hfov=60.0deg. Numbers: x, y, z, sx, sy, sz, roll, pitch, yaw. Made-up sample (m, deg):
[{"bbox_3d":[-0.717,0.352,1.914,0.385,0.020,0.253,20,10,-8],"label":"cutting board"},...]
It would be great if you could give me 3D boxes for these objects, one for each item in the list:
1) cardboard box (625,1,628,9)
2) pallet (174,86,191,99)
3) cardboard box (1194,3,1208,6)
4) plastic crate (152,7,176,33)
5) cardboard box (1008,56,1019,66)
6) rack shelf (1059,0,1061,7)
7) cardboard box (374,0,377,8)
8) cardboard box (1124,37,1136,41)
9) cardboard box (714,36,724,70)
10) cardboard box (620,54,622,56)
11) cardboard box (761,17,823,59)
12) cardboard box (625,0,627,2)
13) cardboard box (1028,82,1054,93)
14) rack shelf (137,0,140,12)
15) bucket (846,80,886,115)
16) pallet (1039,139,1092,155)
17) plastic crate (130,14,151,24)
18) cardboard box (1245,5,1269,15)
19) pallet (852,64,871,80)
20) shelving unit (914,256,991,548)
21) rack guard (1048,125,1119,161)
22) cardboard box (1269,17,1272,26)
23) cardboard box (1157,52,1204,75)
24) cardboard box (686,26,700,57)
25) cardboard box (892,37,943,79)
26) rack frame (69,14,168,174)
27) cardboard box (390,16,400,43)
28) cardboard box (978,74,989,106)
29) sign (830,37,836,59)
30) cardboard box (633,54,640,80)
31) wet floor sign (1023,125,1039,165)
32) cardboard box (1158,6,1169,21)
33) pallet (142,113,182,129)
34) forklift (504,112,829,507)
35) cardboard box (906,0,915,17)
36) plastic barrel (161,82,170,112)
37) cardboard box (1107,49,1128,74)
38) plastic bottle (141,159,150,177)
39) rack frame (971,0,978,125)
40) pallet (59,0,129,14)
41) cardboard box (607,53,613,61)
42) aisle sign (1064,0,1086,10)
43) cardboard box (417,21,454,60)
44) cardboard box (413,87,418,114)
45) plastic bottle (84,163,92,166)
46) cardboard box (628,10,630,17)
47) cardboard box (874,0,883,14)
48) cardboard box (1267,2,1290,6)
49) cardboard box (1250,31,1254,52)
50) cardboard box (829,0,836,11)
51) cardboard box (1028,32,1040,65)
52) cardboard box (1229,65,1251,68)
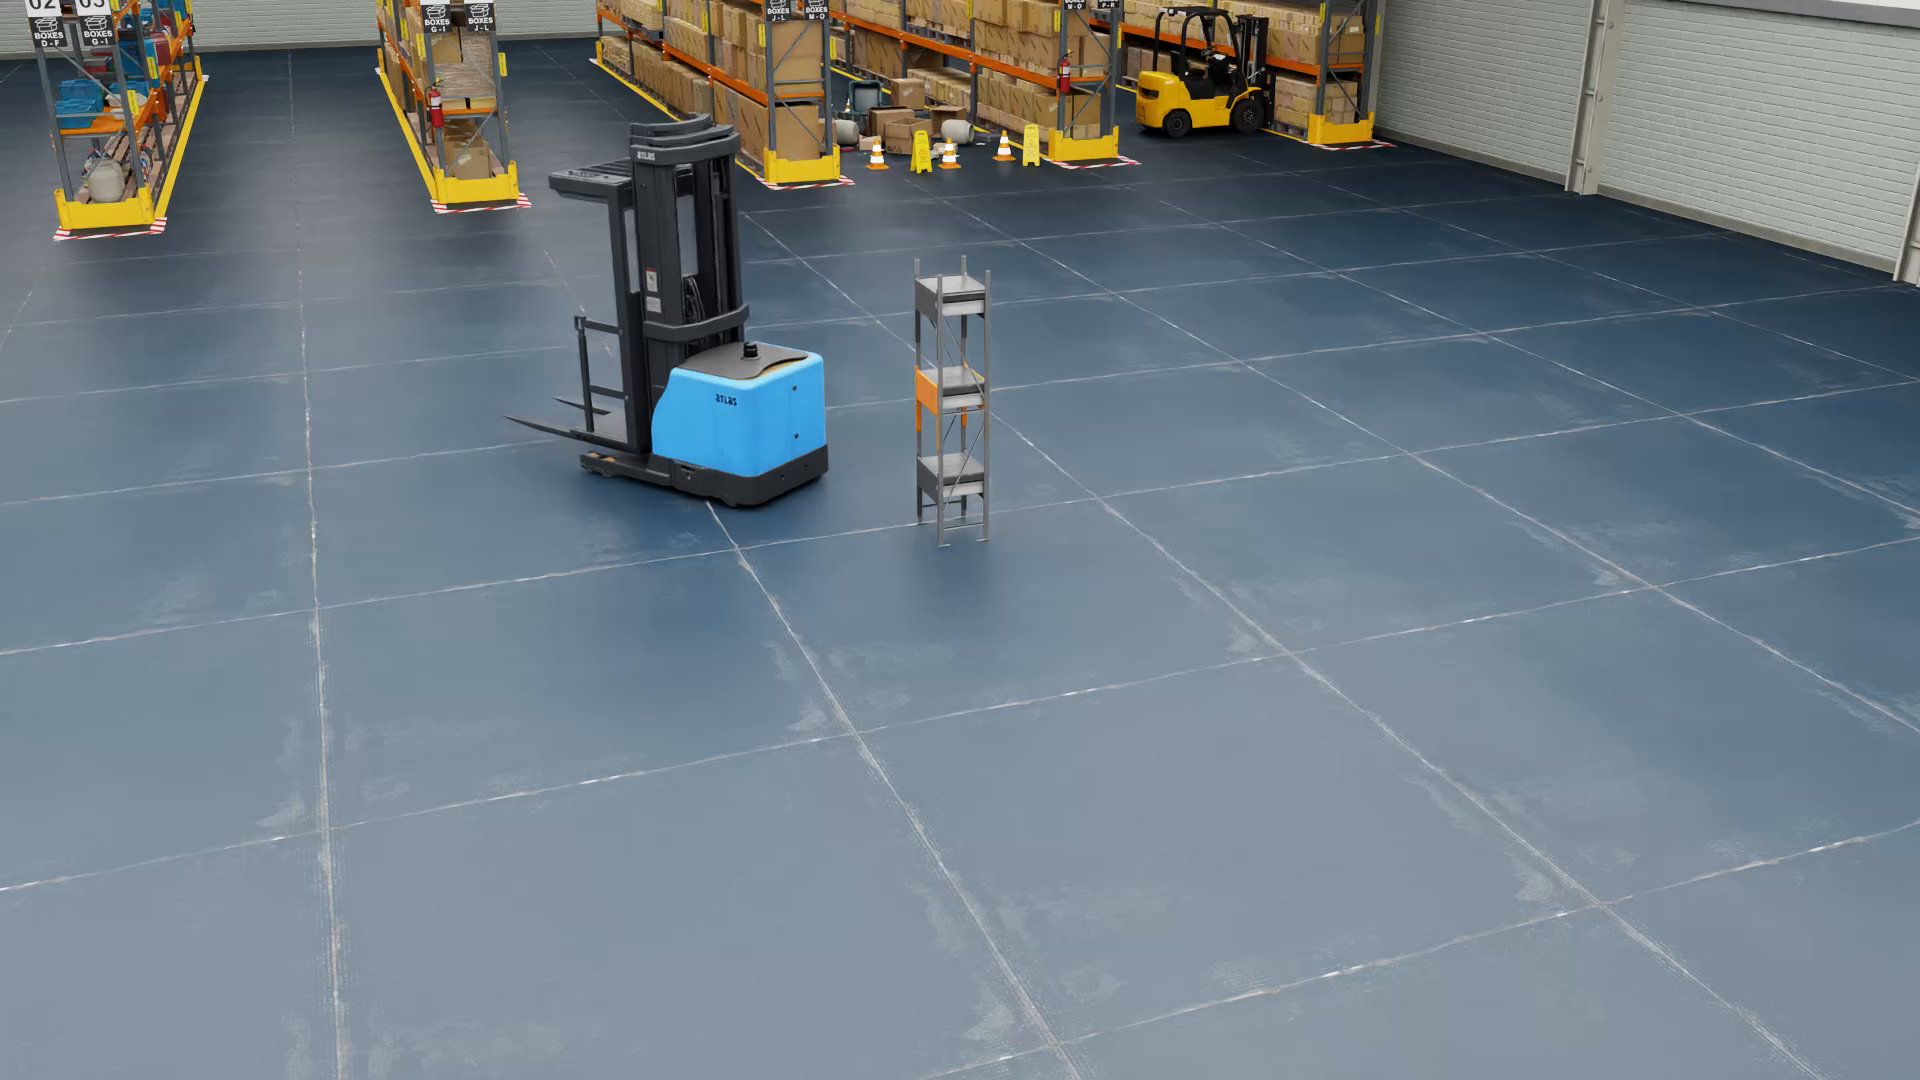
[{"bbox_3d":[-6.836,-11.271,35.029,0.380,0.149,0.250,-8,24,-18],"label":"cardboard box"},{"bbox_3d":[-16.336,-9.104,34.077,1.003,0.211,1.213,-8,24,-19],"label":"pallet"},{"bbox_3d":[4.860,-10.568,32.997,0.380,0.149,0.250,-8,24,-19],"label":"cardboard box"},{"bbox_3d":[-16.120,-10.543,33.742,0.402,0.464,0.583,-8,24,-19],"label":"plastic crate"},{"bbox_3d":[1.061,-8.431,29.215,0.380,0.149,0.250,-8,24,-19],"label":"cardboard box"},{"bbox_3d":[1.398,-9.583,28.689,1.077,0.370,4.000,-8,24,-19],"label":"rack shelf"},{"bbox_3d":[-12.902,-12.116,37.445,0.500,0.250,0.500,-9,24,-20],"label":"cardboard box"},{"bbox_3d":[3.796,-11.147,37.179,0.380,0.149,0.250,-8,24,-18],"label":"cardboard box"},{"bbox_3d":[-3.762,-8.480,28.814,0.875,0.550,0.550,-8,24,-19],"label":"cardboard box"},{"bbox_3d":[-7.462,-10.924,37.553,0.380,0.149,0.250,-8,24,-18],"label":"cardboard box"},{"bbox_3d":[-2.586,-7.797,25.803,0.875,0.550,0.550,-8,24,-19],"label":"cardboard box"},{"bbox_3d":[-6.829,-11.402,34.956,0.380,0.149,0.250,-8,24,-19],"label":"cardboard box"},{"bbox_3d":[1.385,-7.756,28.489,0.380,0.149,0.250,-8,24,-17],"label":"cardboard box"},{"bbox_3d":[-13.920,-8.997,27.299,1.077,0.370,4.000,-8,24,-19],"label":"rack shelf"},{"bbox_3d":[-1.699,-8.002,30.132,0.726,0.611,0.620,0,13,-1],"label":"bucket"},{"bbox_3d":[1.823,-6.848,28.727,1.003,0.211,1.213,-8,24,-19],"label":"pallet"},{"bbox_3d":[-17.208,-10.917,34.929,0.416,0.233,0.300,-8,24,-19],"label":"plastic crate"},{"bbox_3d":[5.556,-9.895,31.017,0.380,0.149,0.250,-9,24,-20],"label":"cardboard box"},{"bbox_3d":[-1.792,-10.611,37.654,1.003,0.211,1.213,-8,24,-19],"label":"pallet"},{"bbox_3d":[-0.058,-1.028,12.485,0.431,2.100,0.503,-8,24,-19],"label":"shelving unit"},{"bbox_3d":[2.077,-6.682,27.959,1.175,0.500,0.348,-8,24,-19],"label":"rack guard"},{"bbox_3d":[5.882,-9.487,30.432,0.380,0.149,0.250,-9,24,-19],"label":"cardboard box"},{"bbox_3d":[4.604,-9.785,34.620,0.875,0.625,0.625,-9,25,-21],"label":"cardboard box"},{"bbox_3d":[-4.696,-9.110,30.372,0.500,0.500,0.500,-8,24,-18],"label":"cardboard box"},{"bbox_3d":[-0.888,-10.189,35.258,0.875,0.875,0.875,-9,24,-19],"label":"cardboard box"},{"bbox_3d":[-13.214,-7.220,26.018,1.000,3.000,0.127,-8,24,-19],"label":"rack frame"},{"bbox_3d":[-10.756,-9.914,32.282,0.500,0.500,0.500,-9,25,-21],"label":"cardboard box"},{"bbox_3d":[0.647,-8.280,30.567,0.500,0.500,0.500,-7,24,-16],"label":"cardboard box"},{"bbox_3d":[-1.970,-7.599,25.701,0.100,0.325,0.005,-8,24,-19],"label":"sign"},{"bbox_3d":[-6.717,-10.187,35.735,0.500,0.500,0.500,-7,24,-17],"label":"cardboard box"},{"bbox_3d":[1.170,-6.505,27.353,0.267,0.644,0.232,0,23,-1],"label":"wet floor sign"},{"bbox_3d":[4.397,-10.805,34.072,0.500,0.250,0.500,-8,24,-18],"label":"cardboard box"},{"bbox_3d":[-14.944,-7.669,30.674,1.003,0.211,1.213,-8,24,-19],"label":"pallet"},{"bbox_3d":[-2.615,-2.036,13.808,3.031,2.935,1.130,14,27,30],"label":"forklift"},{"bbox_3d":[-0.779,-10.894,33.683,0.500,0.500,0.500,-9,24,-20],"label":"cardboard box"},{"bbox_3d":[-15.214,-8.341,31.243,0.600,0.588,0.708,-8,24,-19],"label":"plastic barrel"},{"bbox_3d":[3.570,-10.561,36.622,0.500,0.500,0.500,-8,24,-17],"label":"cardboard box"},{"bbox_3d":[-12.377,-5.648,25.235,0.097,0.271,0.097,0,23,0],"label":"plastic bottle"},{"bbox_3d":[0.691,-9.259,30.856,1.000,3.000,0.127,-8,24,-19],"label":"rack frame"},{"bbox_3d":[-12.001,-7.376,22.769,1.003,0.211,1.213,-8,24,-19],"label":"pallet"},{"bbox_3d":[-8.007,-11.268,38.752,0.380,0.149,0.250,-8,24,-18],"label":"cardboard box"},{"bbox_3d":[1.855,-8.941,26.755,0.394,0.787,0.004,-8,24,-19],"label":"aisle sign"},{"bbox_3d":[-7.774,-7.437,24.733,0.500,0.500,0.500,-8,24,-19],"label":"cardboard box"},{"bbox_3d":[-9.738,-8.163,30.908,0.700,0.500,0.500,-10,25,-22],"label":"cardboard box"},{"bbox_3d":[-12.972,-5.467,24.799,0.152,0.276,0.135,-9,24,-20],"label":"plastic bottle"},{"bbox_3d":[-6.746,-11.039,34.862,0.380,0.149,0.250,-8,24,-18],"label":"cardboard box"},{"bbox_3d":[-1.515,-11.384,35.447,0.500,0.250,0.500,-9,24,-20],"label":"cardboard box"},{"bbox_3d":[6.032,-10.076,31.446,0.380,0.149,0.250,-9,24,-20],"label":"cardboard box"},{"bbox_3d":[5.625,-9.420,31.109,0.500,0.500,0.500,-9,24,-20],"label":"cardboard box"},{"bbox_3d":[-2.725,-12.532,38.492,0.500,0.500,0.500,-9,24,-20],"label":"cardboard box"},{"bbox_3d":[1.482,-8.331,28.142,0.500,0.500,0.500,-8,24,-19],"label":"cardboard box"},{"bbox_3d":[5.382,-8.923,31.770,0.500,0.250,0.500,-8,24,-19],"label":"cardboard box"}]
